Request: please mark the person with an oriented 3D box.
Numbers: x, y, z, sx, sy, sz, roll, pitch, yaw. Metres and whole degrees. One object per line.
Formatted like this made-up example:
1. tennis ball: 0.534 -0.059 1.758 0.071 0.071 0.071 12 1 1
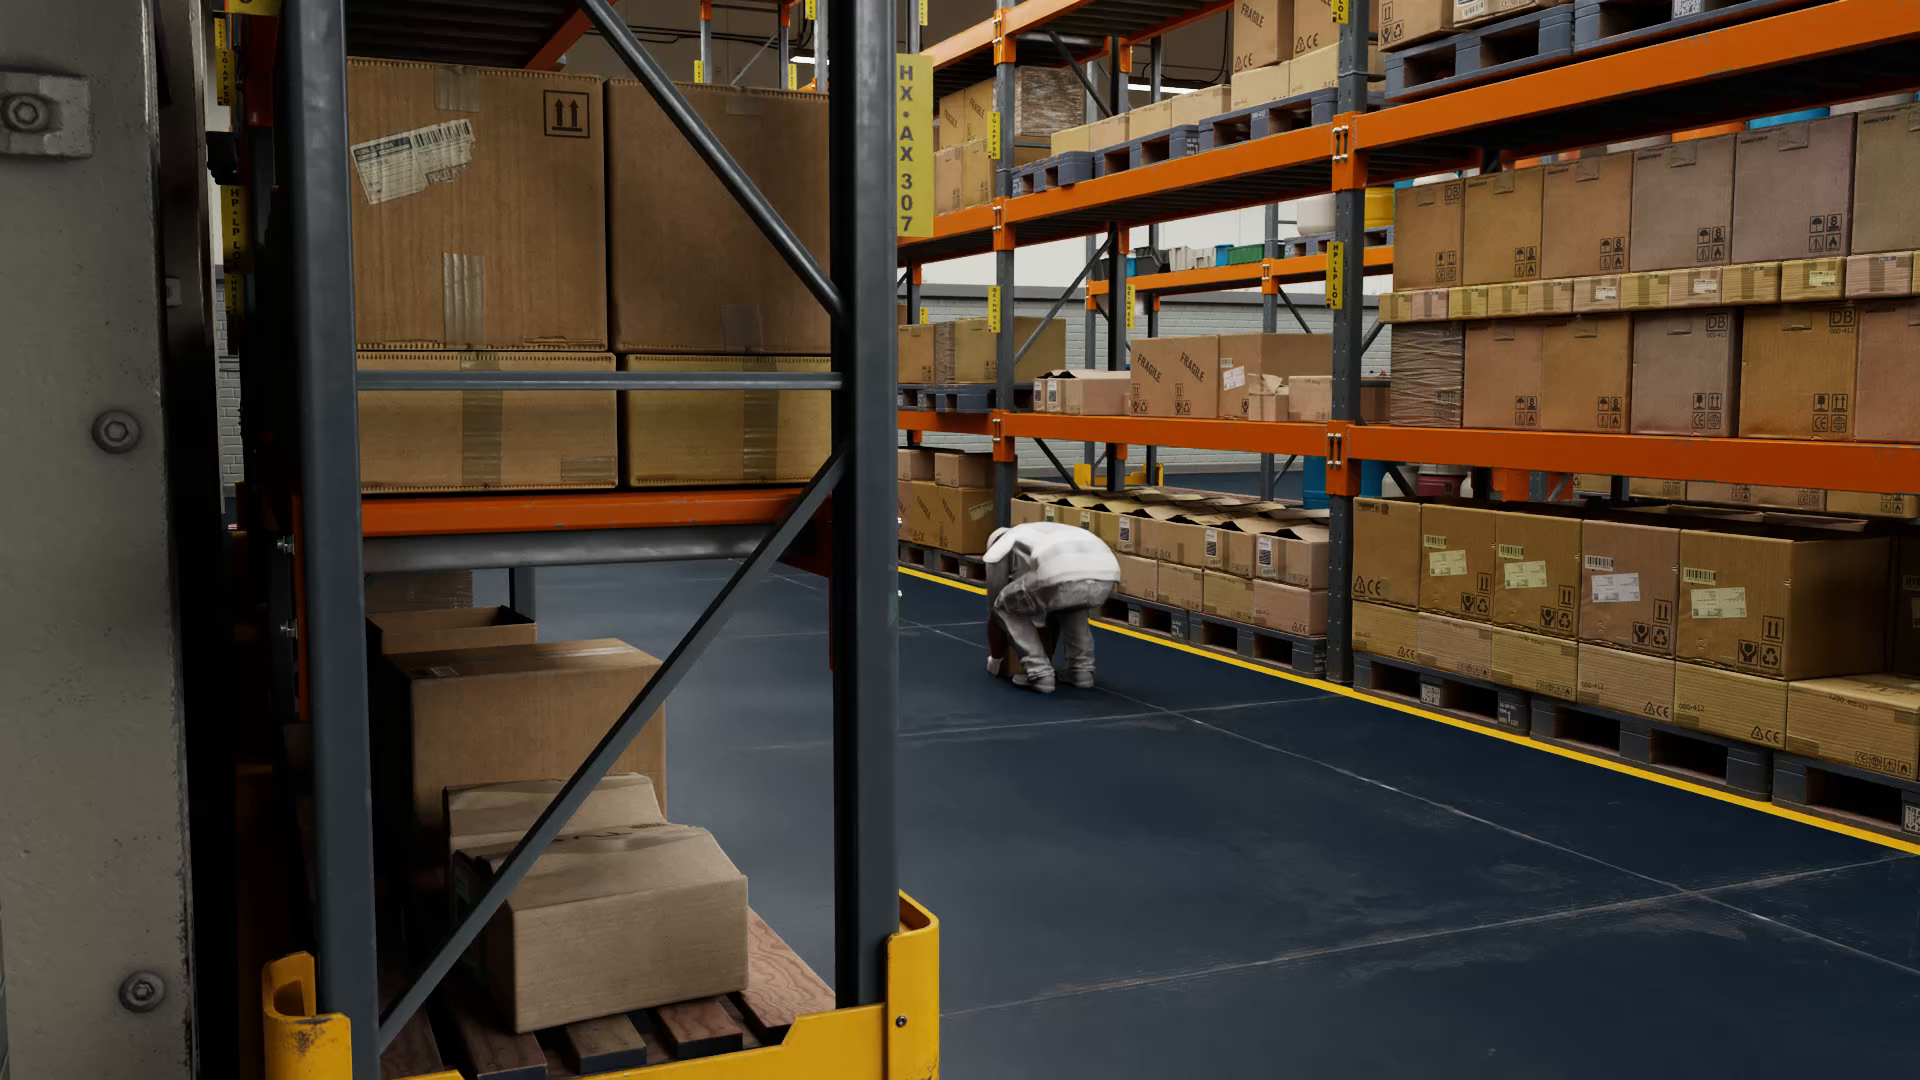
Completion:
1. person: 0.409 0.326 8.423 0.534 0.840 0.991 -3 6 -25
